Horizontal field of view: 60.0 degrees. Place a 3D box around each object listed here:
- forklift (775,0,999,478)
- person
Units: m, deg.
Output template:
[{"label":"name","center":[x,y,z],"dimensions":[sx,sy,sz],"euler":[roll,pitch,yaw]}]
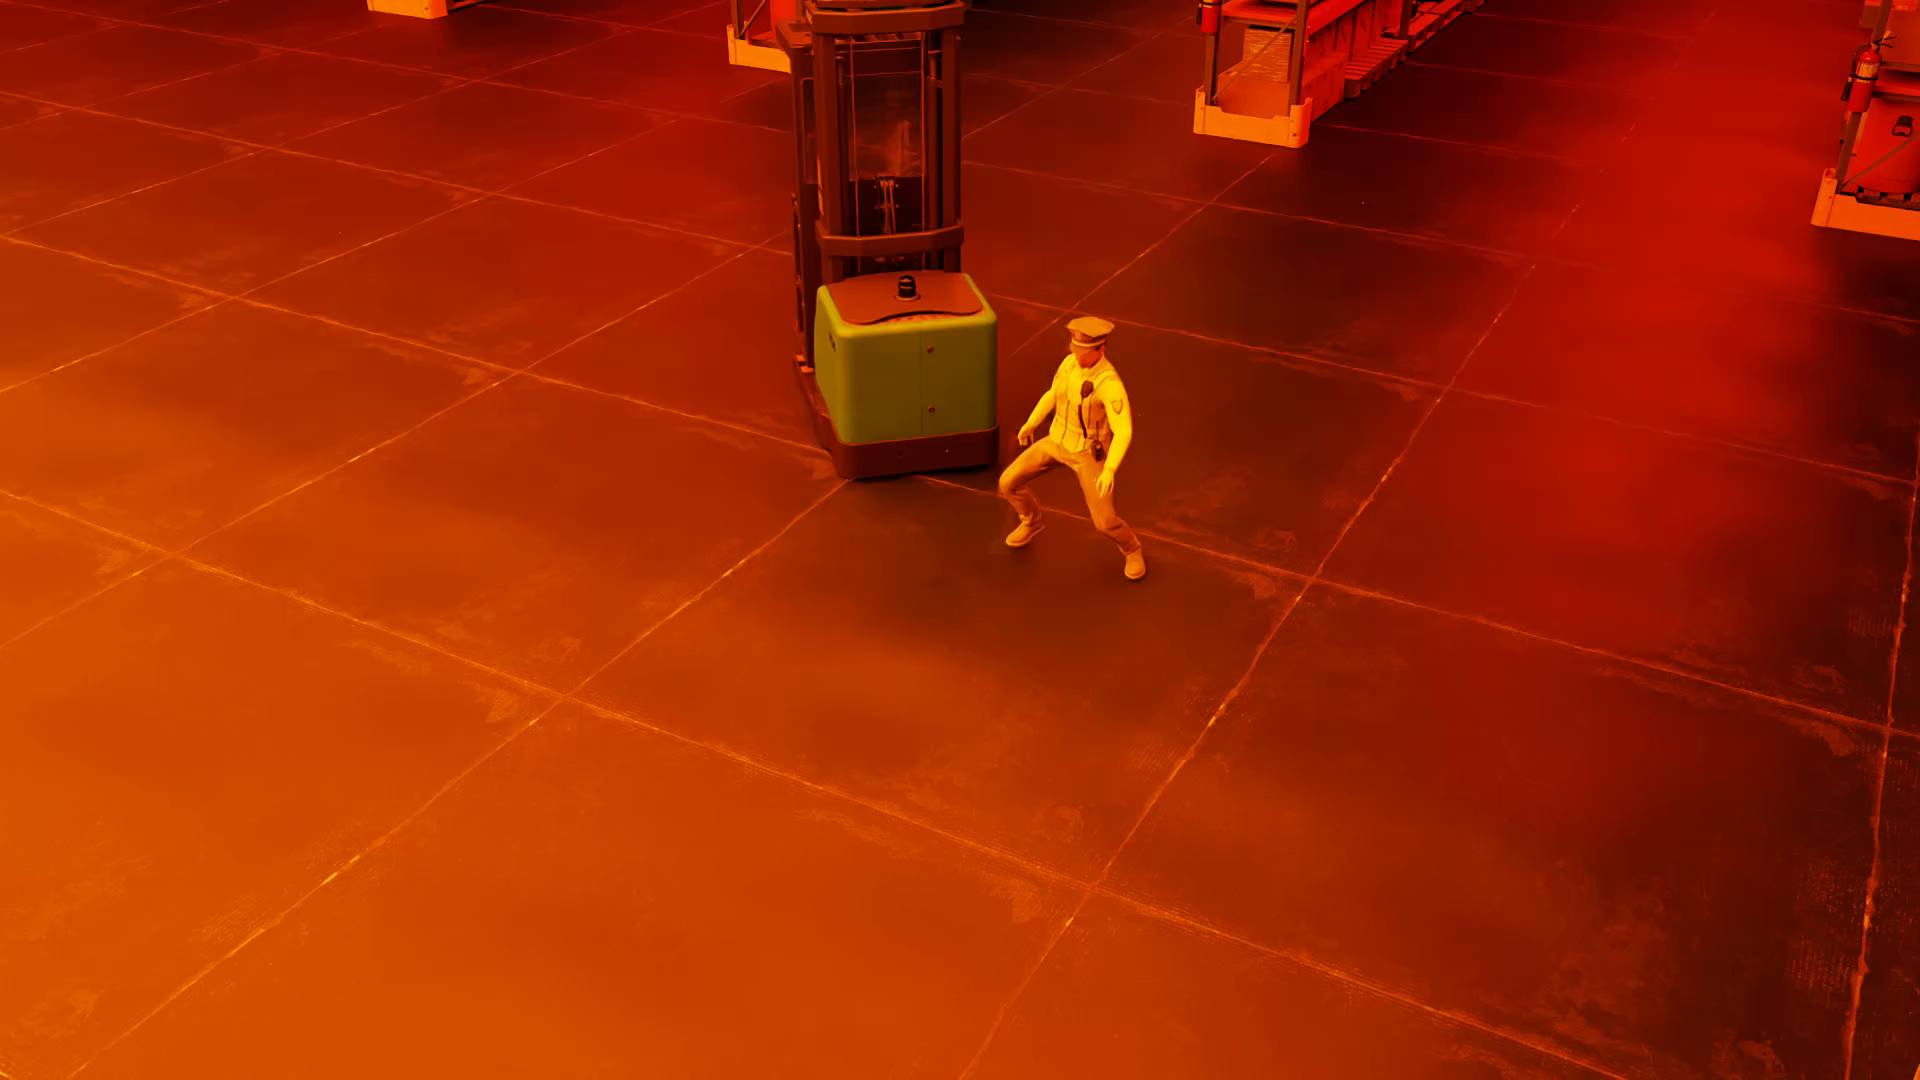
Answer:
[{"label":"forklift","center":[-0.591,-2.382,11.198],"dimensions":[1.130,2.935,3.031],"euler":[-7,31,-12]},{"label":"person","center":[0.684,-0.530,9.383],"dimensions":[0.645,1.511,0.880],"euler":[-22,36,-32]}]
